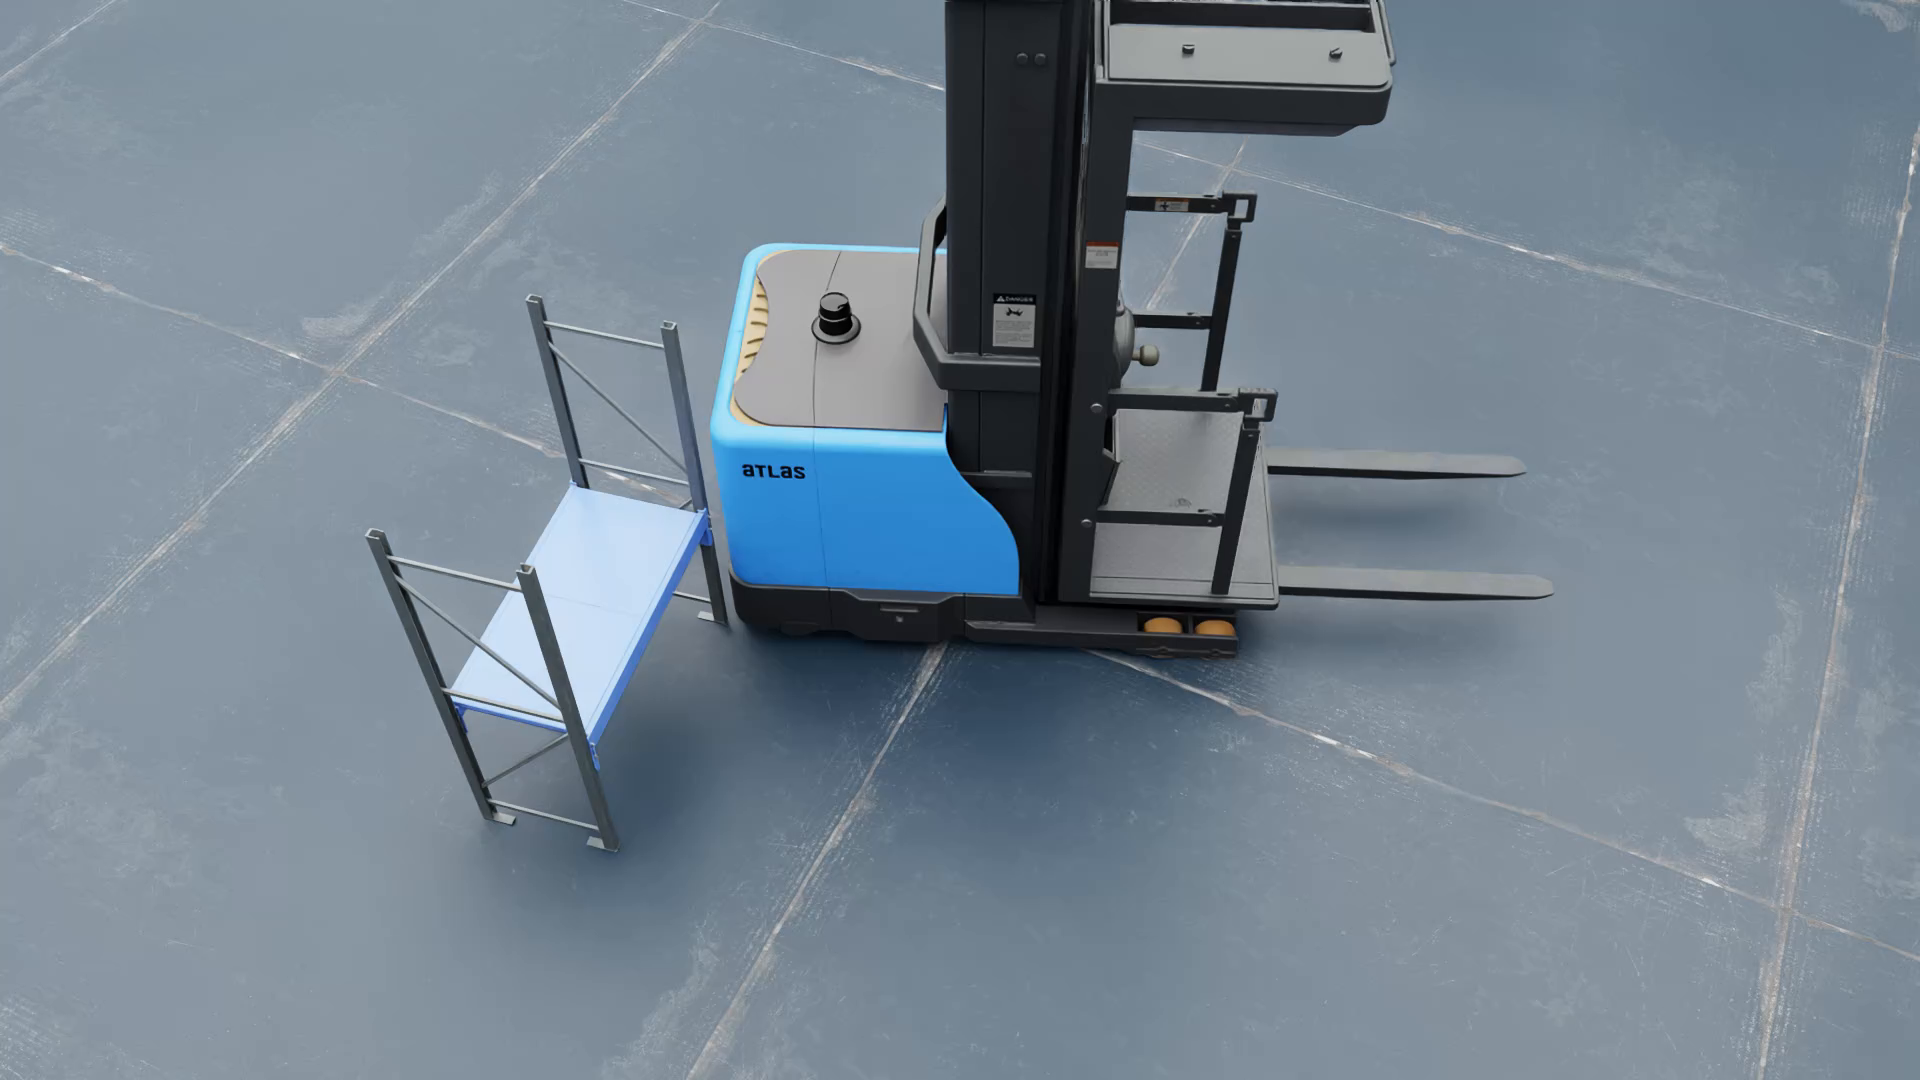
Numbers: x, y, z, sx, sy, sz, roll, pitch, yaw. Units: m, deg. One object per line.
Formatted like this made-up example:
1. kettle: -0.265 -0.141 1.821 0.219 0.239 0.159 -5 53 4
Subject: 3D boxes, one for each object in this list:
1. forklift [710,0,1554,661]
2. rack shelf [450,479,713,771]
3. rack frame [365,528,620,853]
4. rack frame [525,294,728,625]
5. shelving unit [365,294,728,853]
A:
1. forklift: 0.688 -0.921 5.424 3.031 2.935 1.130 2 50 2
2. rack shelf: -1.265 0.260 5.595 0.538 0.185 1.000 12 51 10
3. rack frame: -1.405 0.516 5.142 0.500 1.500 0.032 12 51 10
4. rack frame: -1.126 -0.229 5.775 0.500 1.500 0.032 12 51 10
5. shelving unit: -1.265 0.143 5.458 0.538 1.500 1.048 12 51 10
